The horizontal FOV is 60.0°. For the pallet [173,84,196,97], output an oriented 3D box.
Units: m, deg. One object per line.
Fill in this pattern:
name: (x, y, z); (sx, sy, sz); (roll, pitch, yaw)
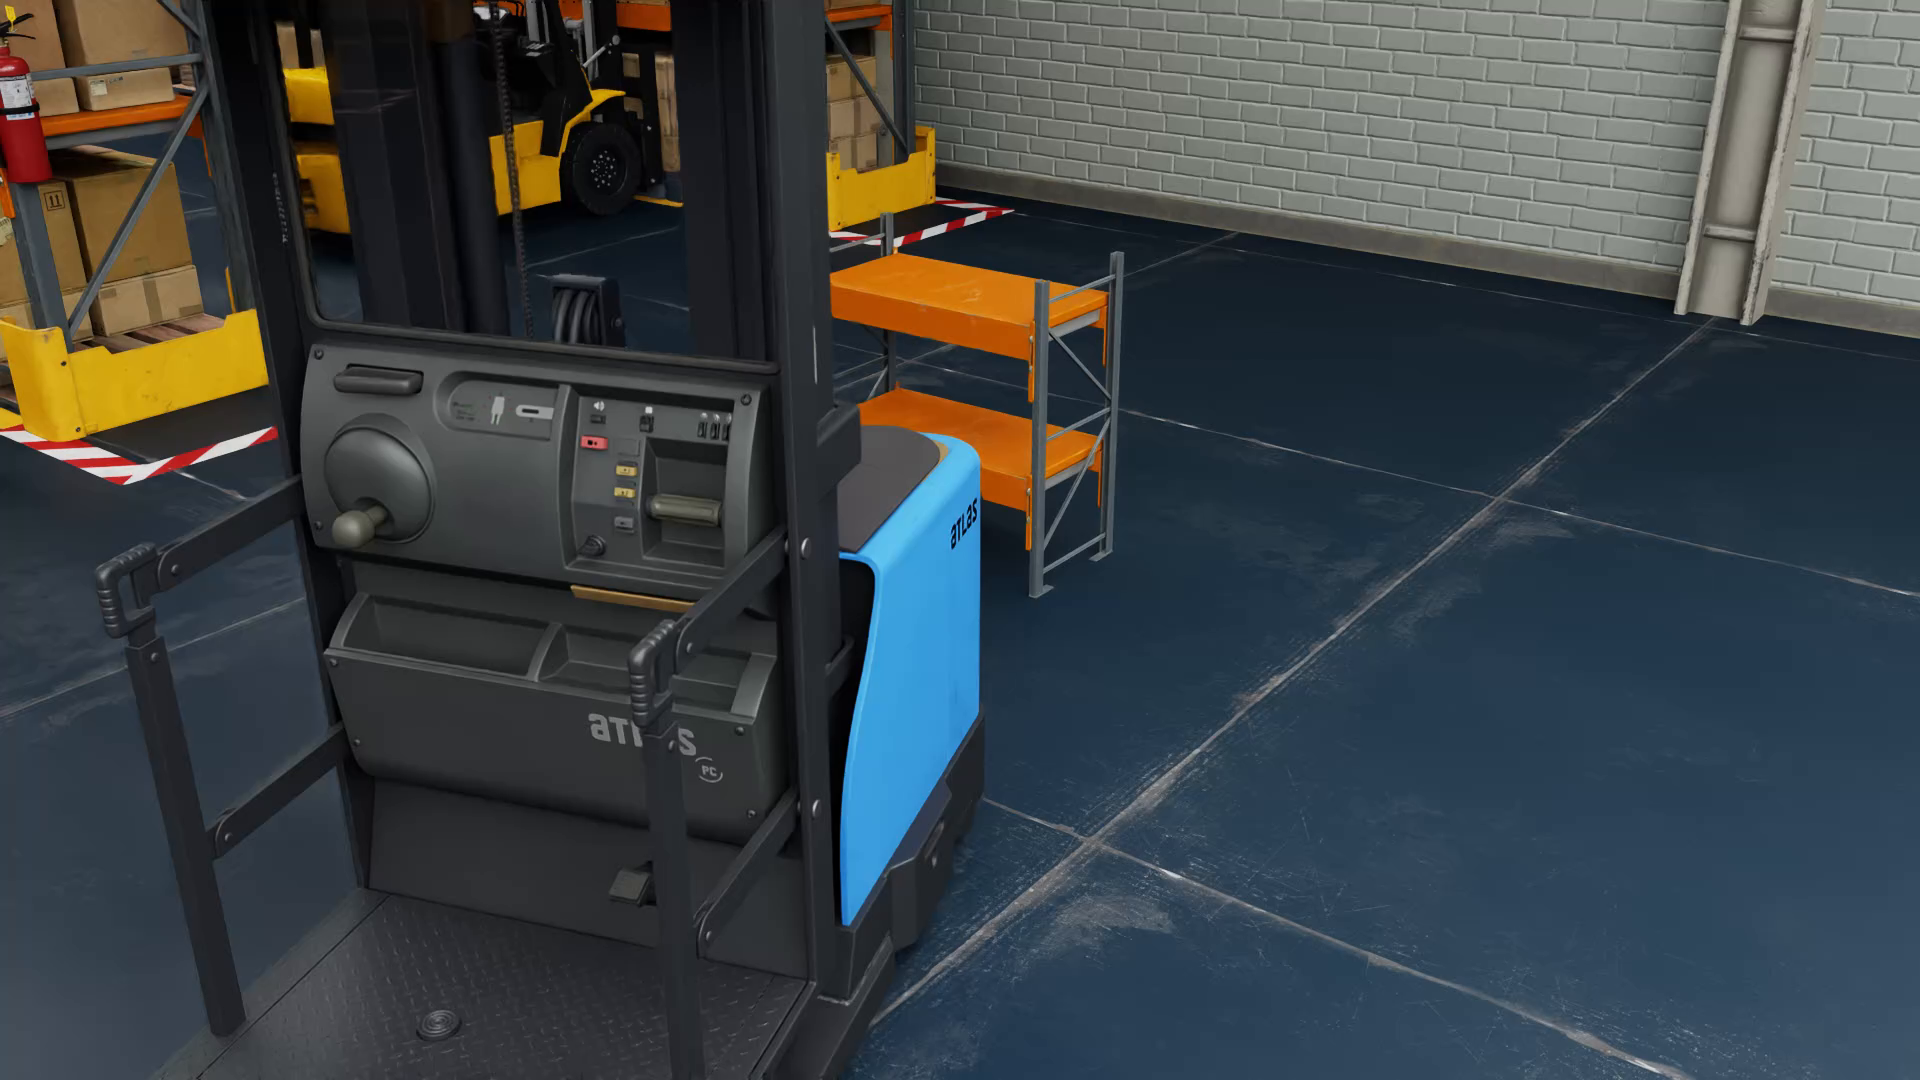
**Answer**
pallet: (-6.418, -4.047, 15.173); (1.213, 0.211, 1.003); (17, 29, 33)

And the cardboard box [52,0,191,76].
cardboard box: (-3.839, -2.383, 7.446); (0.500, 0.500, 0.500); (16, 29, 33)

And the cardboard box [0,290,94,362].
cardboard box: (-4.454, -1.046, 7.793); (0.500, 0.250, 0.500); (17, 29, 33)

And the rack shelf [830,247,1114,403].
rack shelf: (-0.005, -0.784, 5.909); (1.000, 0.278, 0.538); (17, 29, 33)

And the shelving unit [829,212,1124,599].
shelving unit: (-0.005, -0.516, 6.027); (1.048, 1.125, 0.538); (17, 29, 33)

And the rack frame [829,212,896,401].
rack frame: (-0.412, -0.639, 6.306); (0.032, 1.125, 0.500); (17, 29, 33)

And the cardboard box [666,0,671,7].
cardboard box: (-1.613, -3.808, 11.049); (0.500, 0.500, 0.500); (18, 29, 35)

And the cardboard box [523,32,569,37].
cardboard box: (-3.251, -3.614, 12.380); (0.500, 0.250, 0.500); (17, 29, 33)

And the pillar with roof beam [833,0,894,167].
pillar with roof beam: (-3.251, -5.415, 7.380); (0.400, 9.000, 9.100); (17, 29, 33)

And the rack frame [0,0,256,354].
rack frame: (-3.626, -1.998, 7.063); (0.127, 3.000, 1.000); (17, 29, 33)

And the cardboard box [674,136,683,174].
cardboard box: (-1.610, -2.669, 11.476); (0.500, 0.250, 0.500); (17, 29, 33)

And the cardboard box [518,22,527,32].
cardboard box: (-3.343, -3.902, 13.035); (0.500, 0.250, 0.500); (17, 29, 34)

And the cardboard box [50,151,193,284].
cardboard box: (-4.125, -1.564, 8.040); (0.500, 0.500, 0.500); (16, 28, 32)

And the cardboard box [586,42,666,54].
cardboard box: (-2.431, -3.367, 11.822); (0.500, 0.250, 0.500); (16, 28, 32)

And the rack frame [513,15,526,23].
rack frame: (-3.853, -4.567, 12.896); (0.127, 3.000, 1.000); (17, 29, 33)

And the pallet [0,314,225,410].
pallet: (-4.316, -0.948, 8.139); (1.213, 0.211, 1.003); (17, 29, 33)

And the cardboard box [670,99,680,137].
cardboard box: (-1.624, -2.904, 11.391); (0.500, 0.250, 0.500); (16, 29, 33)

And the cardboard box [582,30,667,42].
cardboard box: (-2.532, -3.658, 12.481); (0.500, 0.250, 0.500); (17, 29, 34)

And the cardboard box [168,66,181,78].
cardboard box: (-7.521, -4.616, 15.585); (0.500, 0.500, 0.500); (18, 29, 35)

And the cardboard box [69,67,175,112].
cardboard box: (-3.774, -2.032, 7.452); (0.250, 0.149, 0.380); (17, 29, 33)

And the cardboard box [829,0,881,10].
cardboard box: (-0.882, -3.855, 11.155); (0.500, 0.500, 0.500); (18, 29, 35)

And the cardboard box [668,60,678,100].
cardboard box: (-1.620, -3.124, 11.269); (0.500, 0.250, 0.500); (17, 29, 34)

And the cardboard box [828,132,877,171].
cardboard box: (-0.928, -2.716, 11.583); (0.500, 0.250, 0.500); (17, 29, 34)

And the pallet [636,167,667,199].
pallet: (-2.261, -2.791, 12.322); (1.213, 0.211, 1.003); (17, 29, 33)

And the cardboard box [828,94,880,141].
cardboard box: (-0.904, -2.943, 11.479); (0.500, 0.250, 0.500); (17, 29, 34)

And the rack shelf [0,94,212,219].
rack shelf: (-5.227, -2.152, 8.306); (4.000, 0.370, 1.077); (17, 29, 33)

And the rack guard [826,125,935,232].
rack guard: (-0.633, -2.450, 11.191); (0.348, 0.500, 1.175); (17, 29, 33)

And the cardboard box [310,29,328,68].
cardboard box: (-4.894, -3.985, 13.999); (0.625, 0.625, 0.875); (16, 29, 33)

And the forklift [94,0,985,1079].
forklift: (-0.863, -0.111, 2.866); (1.130, 2.935, 3.031); (7, 25, 16)

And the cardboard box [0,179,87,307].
cardboard box: (-4.424, -1.384, 7.631); (0.500, 0.500, 0.500); (17, 29, 34)

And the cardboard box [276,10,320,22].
cardboard box: (-6.035, -4.329, 14.780); (0.625, 0.625, 0.875); (18, 29, 35)
